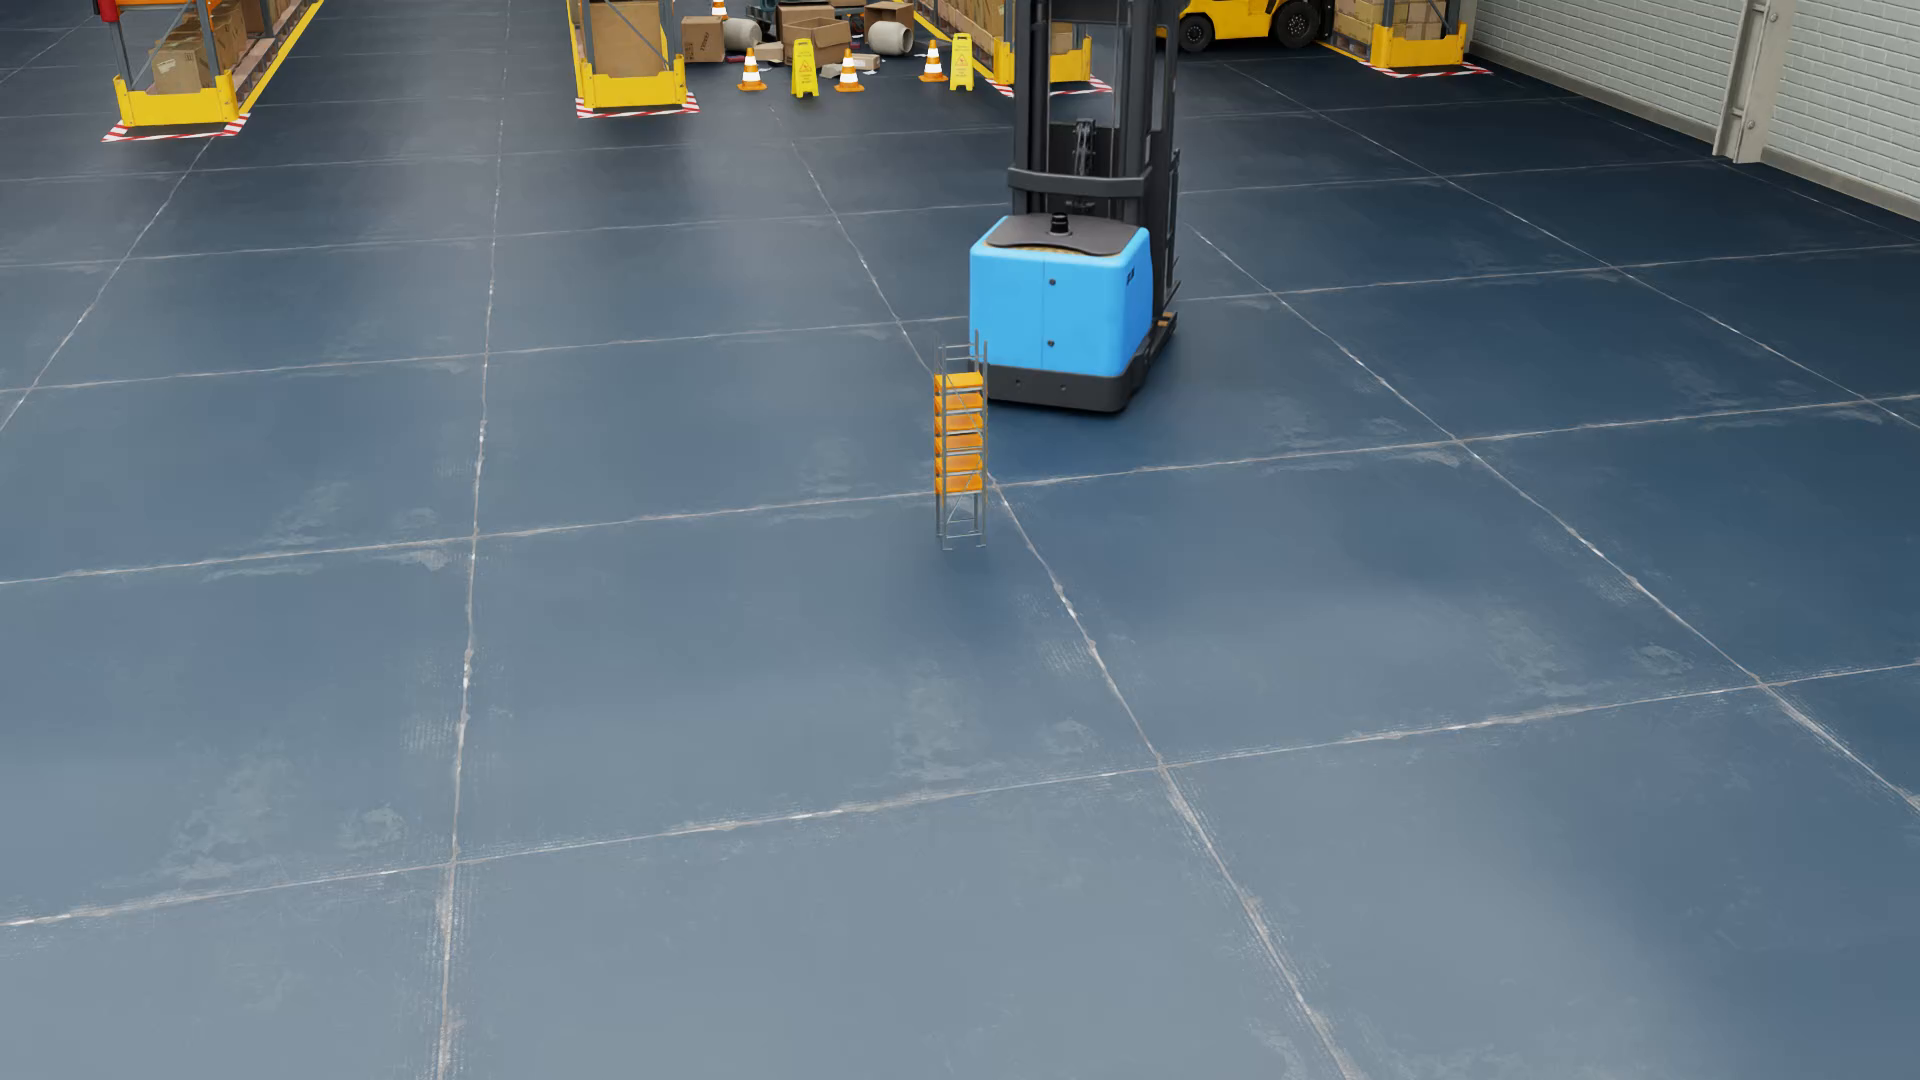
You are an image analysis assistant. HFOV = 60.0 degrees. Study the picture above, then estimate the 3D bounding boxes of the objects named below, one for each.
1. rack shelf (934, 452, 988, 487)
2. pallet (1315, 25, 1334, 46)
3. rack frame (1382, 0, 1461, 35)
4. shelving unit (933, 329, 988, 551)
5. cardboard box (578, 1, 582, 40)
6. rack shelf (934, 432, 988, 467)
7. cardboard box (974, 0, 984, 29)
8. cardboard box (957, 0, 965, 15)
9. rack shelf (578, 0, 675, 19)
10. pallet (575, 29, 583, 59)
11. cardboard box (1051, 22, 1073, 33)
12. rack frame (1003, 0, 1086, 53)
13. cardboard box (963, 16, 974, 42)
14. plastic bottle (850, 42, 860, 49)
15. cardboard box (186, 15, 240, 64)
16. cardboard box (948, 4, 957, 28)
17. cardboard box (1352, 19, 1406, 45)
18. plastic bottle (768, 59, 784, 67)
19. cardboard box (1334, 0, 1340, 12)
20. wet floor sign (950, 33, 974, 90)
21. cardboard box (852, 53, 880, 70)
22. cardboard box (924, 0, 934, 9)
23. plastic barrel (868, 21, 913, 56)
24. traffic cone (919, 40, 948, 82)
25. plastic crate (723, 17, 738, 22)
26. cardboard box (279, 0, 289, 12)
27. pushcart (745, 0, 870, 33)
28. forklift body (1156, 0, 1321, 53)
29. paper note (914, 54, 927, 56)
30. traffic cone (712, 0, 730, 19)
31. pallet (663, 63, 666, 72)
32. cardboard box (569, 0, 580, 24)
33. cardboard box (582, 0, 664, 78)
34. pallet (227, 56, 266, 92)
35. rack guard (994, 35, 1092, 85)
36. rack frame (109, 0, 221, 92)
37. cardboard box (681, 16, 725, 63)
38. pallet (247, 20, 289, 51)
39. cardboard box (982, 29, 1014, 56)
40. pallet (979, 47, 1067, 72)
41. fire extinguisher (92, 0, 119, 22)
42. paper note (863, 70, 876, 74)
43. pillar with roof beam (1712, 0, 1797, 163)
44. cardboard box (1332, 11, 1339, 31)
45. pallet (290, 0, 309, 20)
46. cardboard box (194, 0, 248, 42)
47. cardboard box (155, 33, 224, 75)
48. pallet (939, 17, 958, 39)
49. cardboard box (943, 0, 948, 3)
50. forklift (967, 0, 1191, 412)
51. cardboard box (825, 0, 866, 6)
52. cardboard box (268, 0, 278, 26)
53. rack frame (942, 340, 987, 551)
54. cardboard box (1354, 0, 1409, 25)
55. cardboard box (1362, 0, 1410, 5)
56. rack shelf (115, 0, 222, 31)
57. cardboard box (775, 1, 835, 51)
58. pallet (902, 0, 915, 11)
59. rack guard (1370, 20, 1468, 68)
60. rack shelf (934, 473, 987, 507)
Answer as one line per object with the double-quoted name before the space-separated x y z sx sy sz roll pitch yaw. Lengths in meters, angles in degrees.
"rack shelf" 0.003 -0.382 9.041 0.258 0.103 0.180 -6 27 -12
"pallet" 5.377 -7.101 23.084 1.003 0.211 1.213 -6 27 -12
"rack frame" 5.862 -7.480 20.740 1.000 3.000 0.127 -6 27 -12
"shelving unit" 0.003 -0.529 8.967 0.258 1.200 0.189 -6 27 -12
"cardboard box" -4.601 -7.139 21.956 0.875 0.875 0.875 -6 27 -11
"rack shelf" 0.003 -0.490 8.987 0.258 0.103 0.180 -6 27 -12
"cardboard box" 0.471 -6.823 21.192 0.500 0.500 0.500 -5 27 -10
"cardboard box" 0.242 -7.277 22.091 0.500 0.500 0.500 -5 27 -9
"rack shelf" -4.224 -6.984 20.556 1.077 0.370 4.000 -6 27 -12
"pallet" -4.580 -6.596 22.084 1.003 0.211 1.213 -6 27 -12
"cardboard box" 1.108 -6.661 20.872 0.500 0.500 0.500 -7 28 -13
"rack frame" 1.027 -6.974 19.738 1.000 3.000 0.127 -6 27 -12
"cardboard box" 0.350 -6.719 21.818 0.500 0.250 0.500 -7 28 -13
"plastic bottle" -1.411 -6.661 22.379 0.133 0.061 0.283 -1 27 -3
"cardboard box" -9.126 -6.100 20.315 0.500 0.500 0.500 -8 28 -16
"cardboard box" 0.126 -7.170 22.712 0.500 0.250 0.500 -4 27 -9
"cardboard box" 5.448 -6.614 21.610 0.500 0.250 0.500 -6 27 -11
"plastic bottle" -2.373 -6.109 21.286 0.133 0.061 0.283 -16 31 -29
"cardboard box" 5.208 -7.290 22.396 0.500 0.250 0.500 -7 28 -13
"wet floor sign" 0.027 -5.731 19.888 0.267 0.644 0.232 3 27 6
"cardboard box" -1.237 -6.071 21.113 0.380 0.149 0.250 8 28 15
"cardboard box" 0.005 -7.974 24.170 0.950 0.372 0.625 -6 27 -11
"plastic barrel" -0.914 -6.577 21.810 0.512 0.421 0.421 13 30 24
"traffic cone" -0.327 -5.899 20.424 0.336 0.463 0.334 -6 27 -12
"plastic crate" -3.359 -7.010 22.866 0.450 0.188 0.662 -2 25 20
"cardboard box" -9.989 -7.778 23.616 0.700 0.500 0.500 -4 27 -7
"pushcart" -2.085 -7.306 23.306 1.648 0.377 0.936 -16 31 -29
"forklift body" 3.657 -7.748 22.213 2.313 2.155 1.214 -6 27 -12
"paper note" -0.509 -6.372 21.840 0.142 0.019 0.148 -16 31 -29
"traffic cone" -3.506 -7.792 24.175 0.336 0.463 0.334 -6 27 -12
"pallet" -4.030 -5.525 19.962 1.003 0.211 1.213 -6 27 -12
"cardboard box" -4.902 -7.629 23.067 1.050 0.750 0.750 -6 27 -12
"cardboard box" -3.990 -5.957 19.615 0.875 0.875 0.875 -6 27 -11
"pallet" -9.066 -5.651 20.211 1.003 0.211 1.213 -6 27 -12
"rack guard" 1.010 -5.891 20.367 1.175 0.500 0.348 -6 27 -12
"rack frame" -8.628 -5.968 17.744 1.000 3.000 0.127 -6 27 -12
"cardboard box" -3.325 -6.491 21.552 0.500 0.500 0.500 -1 27 -3
"pallet" -9.707 -6.820 22.528 1.003 0.211 1.213 -6 27 -12
"cardboard box" 0.577 -6.272 20.933 0.500 0.250 0.500 -6 27 -12
"pallet" 0.861 -6.123 21.146 1.003 0.211 1.213 -6 27 -12
"fire extinguisher" -9.052 -5.836 17.569 0.296 0.674 0.183 -6 27 -12
"paper note" -1.126 -5.861 20.829 0.148 0.019 0.142 -16 31 -29
"pillar with roof beam" 3.741 -7.484 14.090 9.100 9.000 0.400 -6 27 -12
"cardboard box" 5.241 -7.054 22.481 0.500 0.250 0.500 -6 27 -11
"pallet" -10.257 -7.892 24.651 1.003 0.211 1.213 -6 27 -12
"cardboard box" -9.479 -6.616 21.336 0.500 0.500 0.500 -7 28 -13
"cardboard box" -8.921 -5.574 19.272 0.500 0.500 0.500 1 27 2
"pallet" 0.311 -7.194 23.268 1.003 0.211 1.213 -6 27 -12
"cardboard box" -0.005 -7.738 23.006 0.500 0.500 0.500 -5 27 -9
"forklift" 0.969 -2.780 11.504 1.130 2.935 3.031 8 28 15
"cardboard box" -1.602 -7.758 23.225 0.500 0.500 0.500 -6 27 -12
"cardboard box" -9.736 -7.287 22.644 0.700 0.500 0.500 -6 27 -12
"rack frame" 0.024 -0.489 8.887 0.240 1.200 0.006 -6 27 -12
"cardboard box" 5.448 -6.845 21.513 0.500 0.250 0.500 -6 27 -12
"cardboard box" 5.454 -7.056 21.377 0.500 0.250 0.500 -5 27 -10
"rack shelf" -9.079 -6.524 19.646 1.077 0.370 4.000 -6 27 -12
"cardboard box" -2.055 -6.844 22.100 0.797 0.637 0.503 -6 27 -12
"pallet" -0.330 -8.363 25.585 1.003 0.211 1.213 -6 27 -12
"rack guard" 5.867 -6.353 21.282 1.175 0.500 0.348 -6 27 -12
"rack shelf" 0.003 -0.275 9.095 0.258 0.103 0.180 -6 27 -12
